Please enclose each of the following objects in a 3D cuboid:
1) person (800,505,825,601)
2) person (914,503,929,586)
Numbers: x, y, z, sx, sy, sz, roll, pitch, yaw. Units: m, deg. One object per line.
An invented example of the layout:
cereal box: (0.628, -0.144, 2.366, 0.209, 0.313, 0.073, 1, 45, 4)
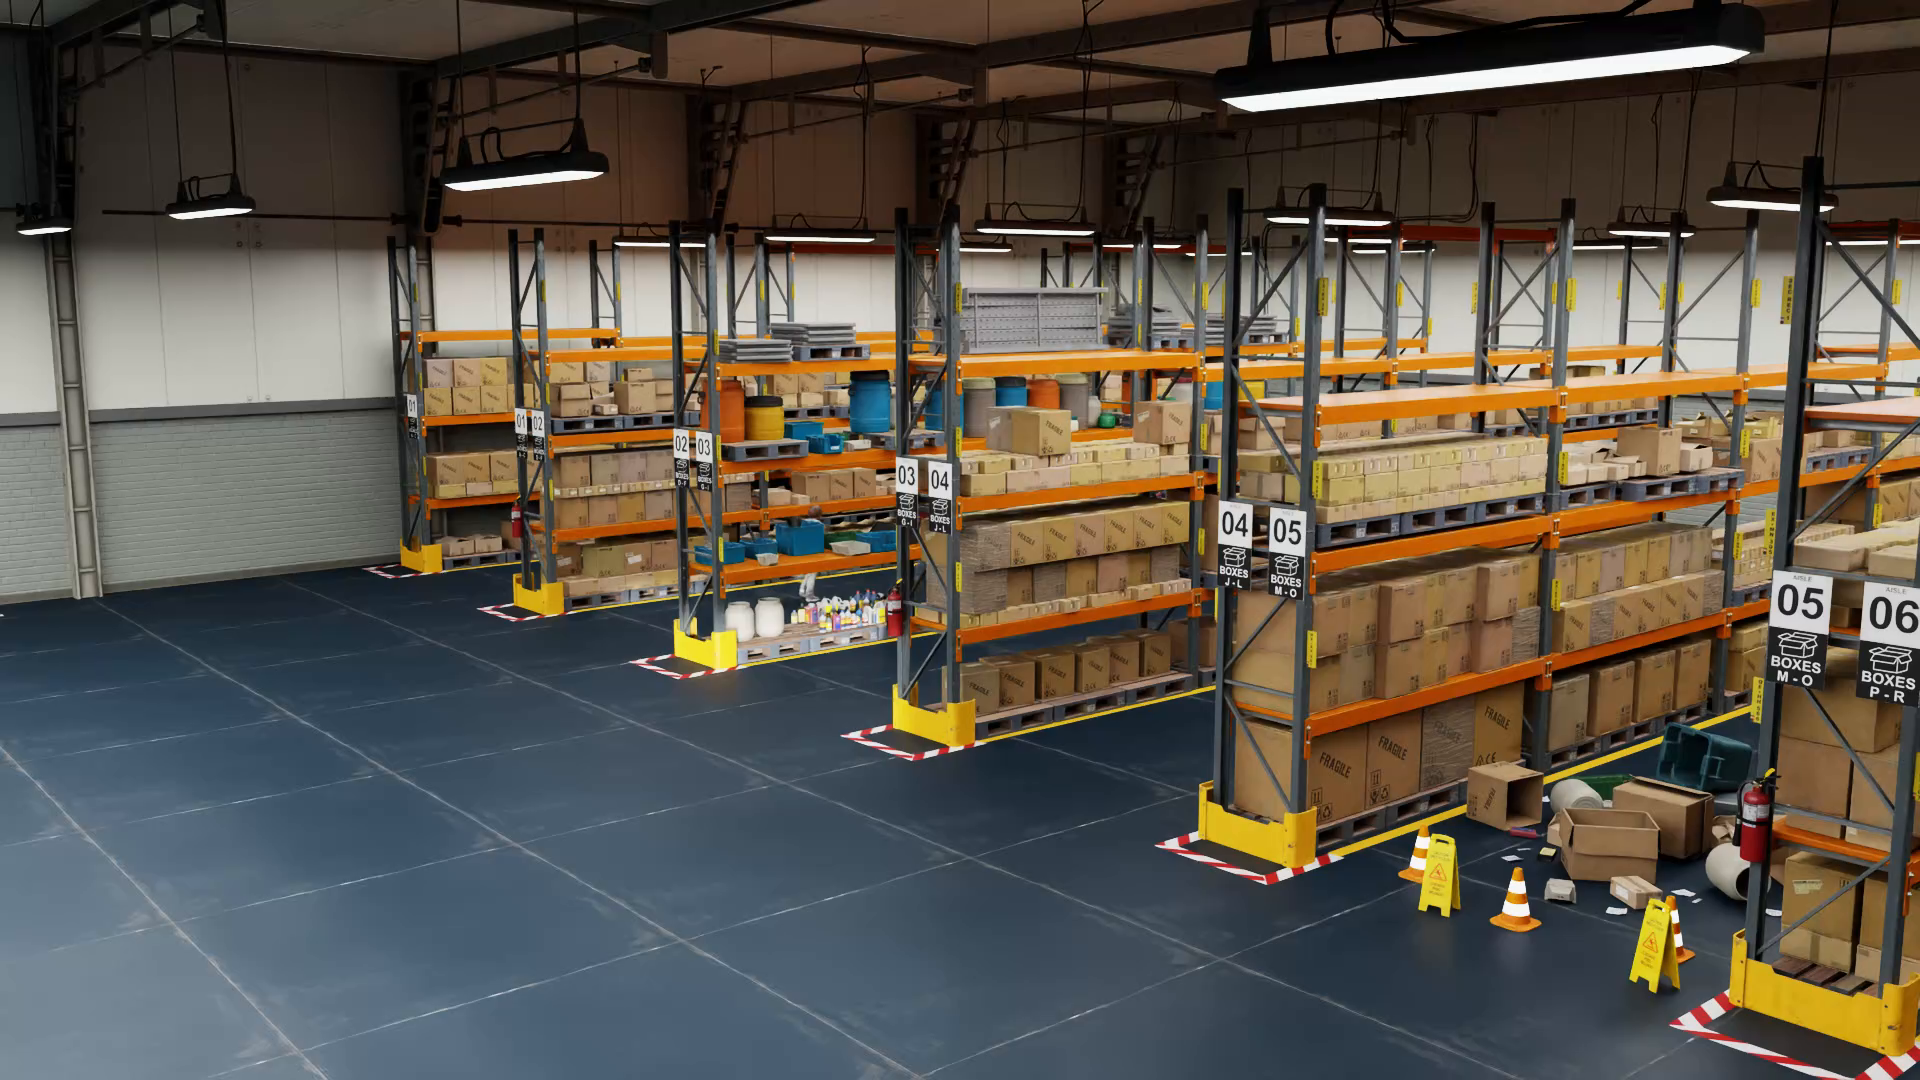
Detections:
person: (-2.396, 0.215, 27.098, 0.384, 1.597, 0.467, -7, 11, -38)
person: (-0.488, -0.040, 28.285, 0.950, 1.748, 0.672, -5, 10, -30)
